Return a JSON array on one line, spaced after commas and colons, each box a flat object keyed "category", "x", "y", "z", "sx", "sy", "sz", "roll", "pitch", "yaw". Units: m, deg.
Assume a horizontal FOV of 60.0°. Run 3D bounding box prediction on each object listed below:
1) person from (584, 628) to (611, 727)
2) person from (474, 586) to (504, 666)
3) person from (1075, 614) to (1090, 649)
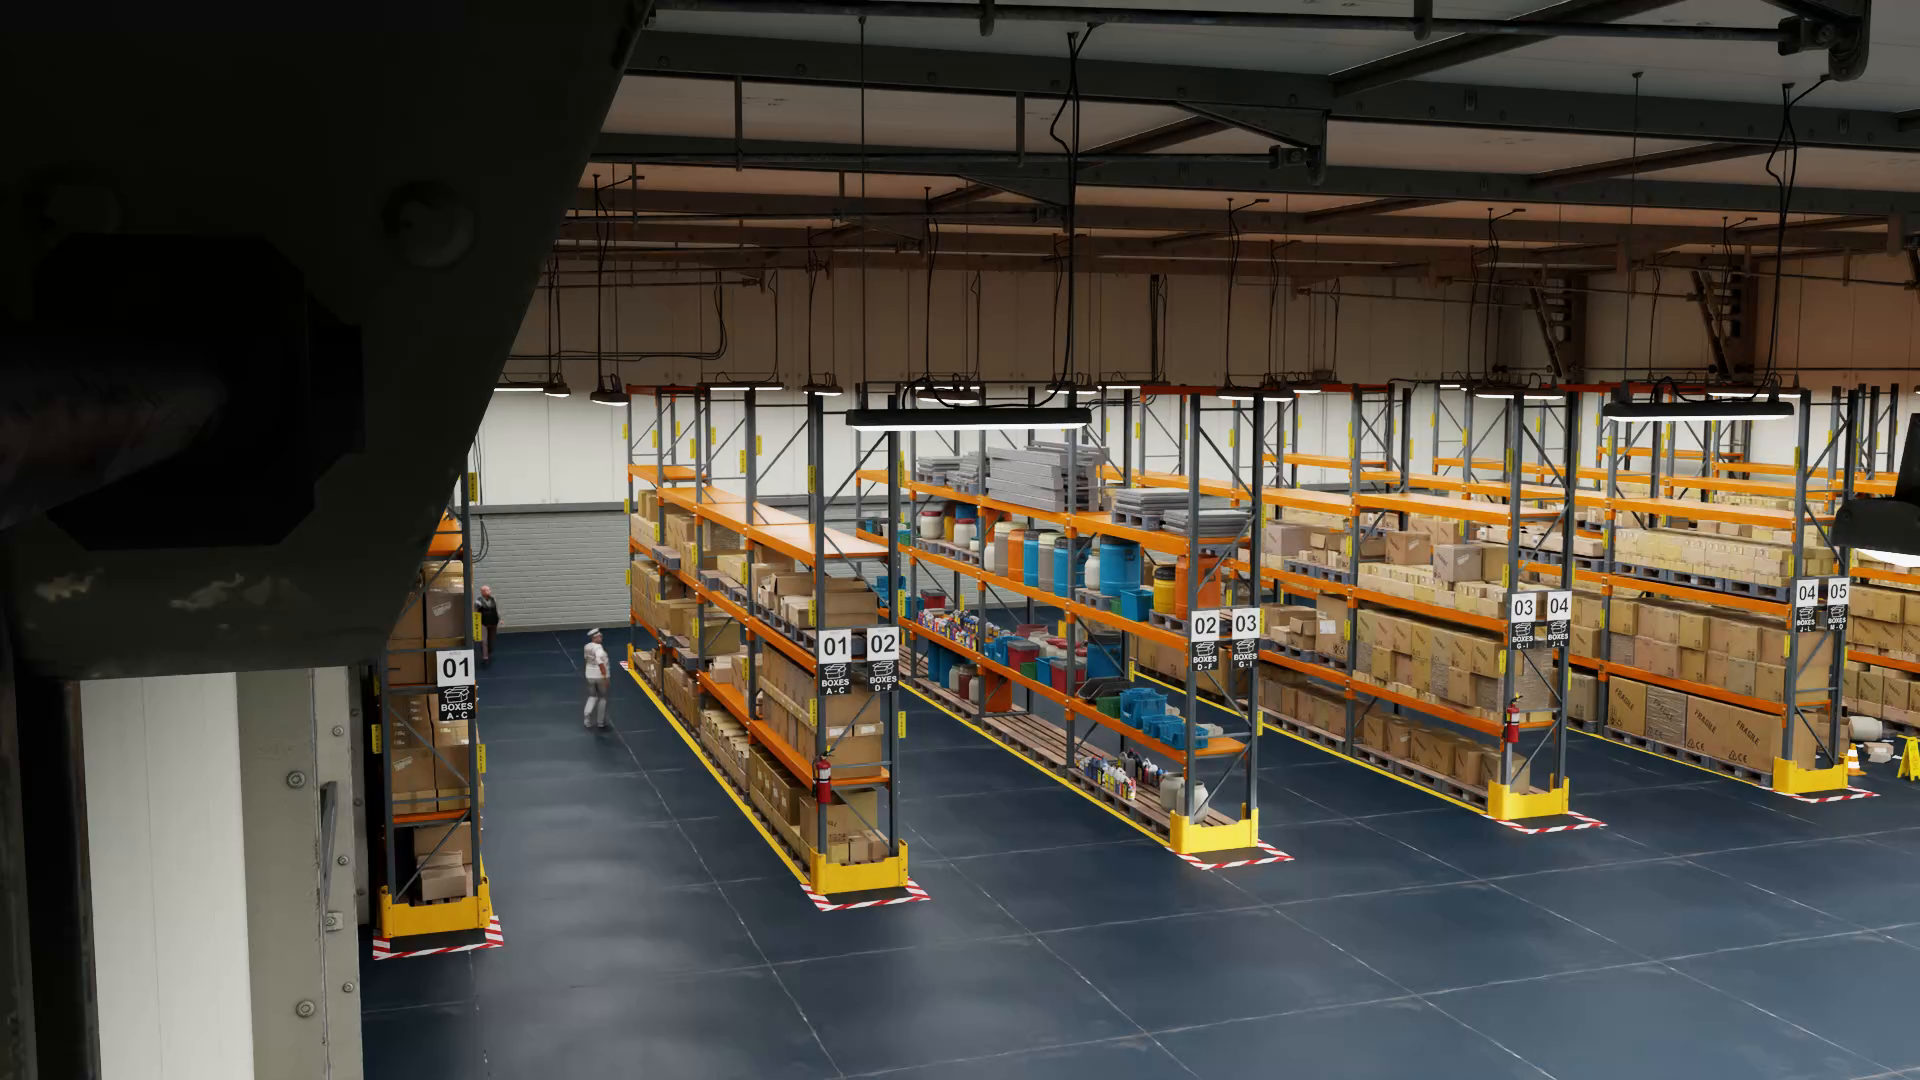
[{"category": "person", "x": -6.401, "y": 2.418, "z": 29.248, "sx": 0.521, "sy": 1.767, "sz": 0.574, "roll": 2, "pitch": 6, "yaw": 17}, {"category": "person", "x": -10.066, "y": 1.813, "z": 35.504, "sx": 0.626, "sy": 1.662, "sz": 1.044, "roll": -3, "pitch": 7, "yaw": -25}, {"category": "person", "x": 2.487, "y": 1.883, "z": 34.770, "sx": 0.471, "sy": 1.704, "sz": 0.833, "roll": -2, "pitch": 6, "yaw": -16}]
